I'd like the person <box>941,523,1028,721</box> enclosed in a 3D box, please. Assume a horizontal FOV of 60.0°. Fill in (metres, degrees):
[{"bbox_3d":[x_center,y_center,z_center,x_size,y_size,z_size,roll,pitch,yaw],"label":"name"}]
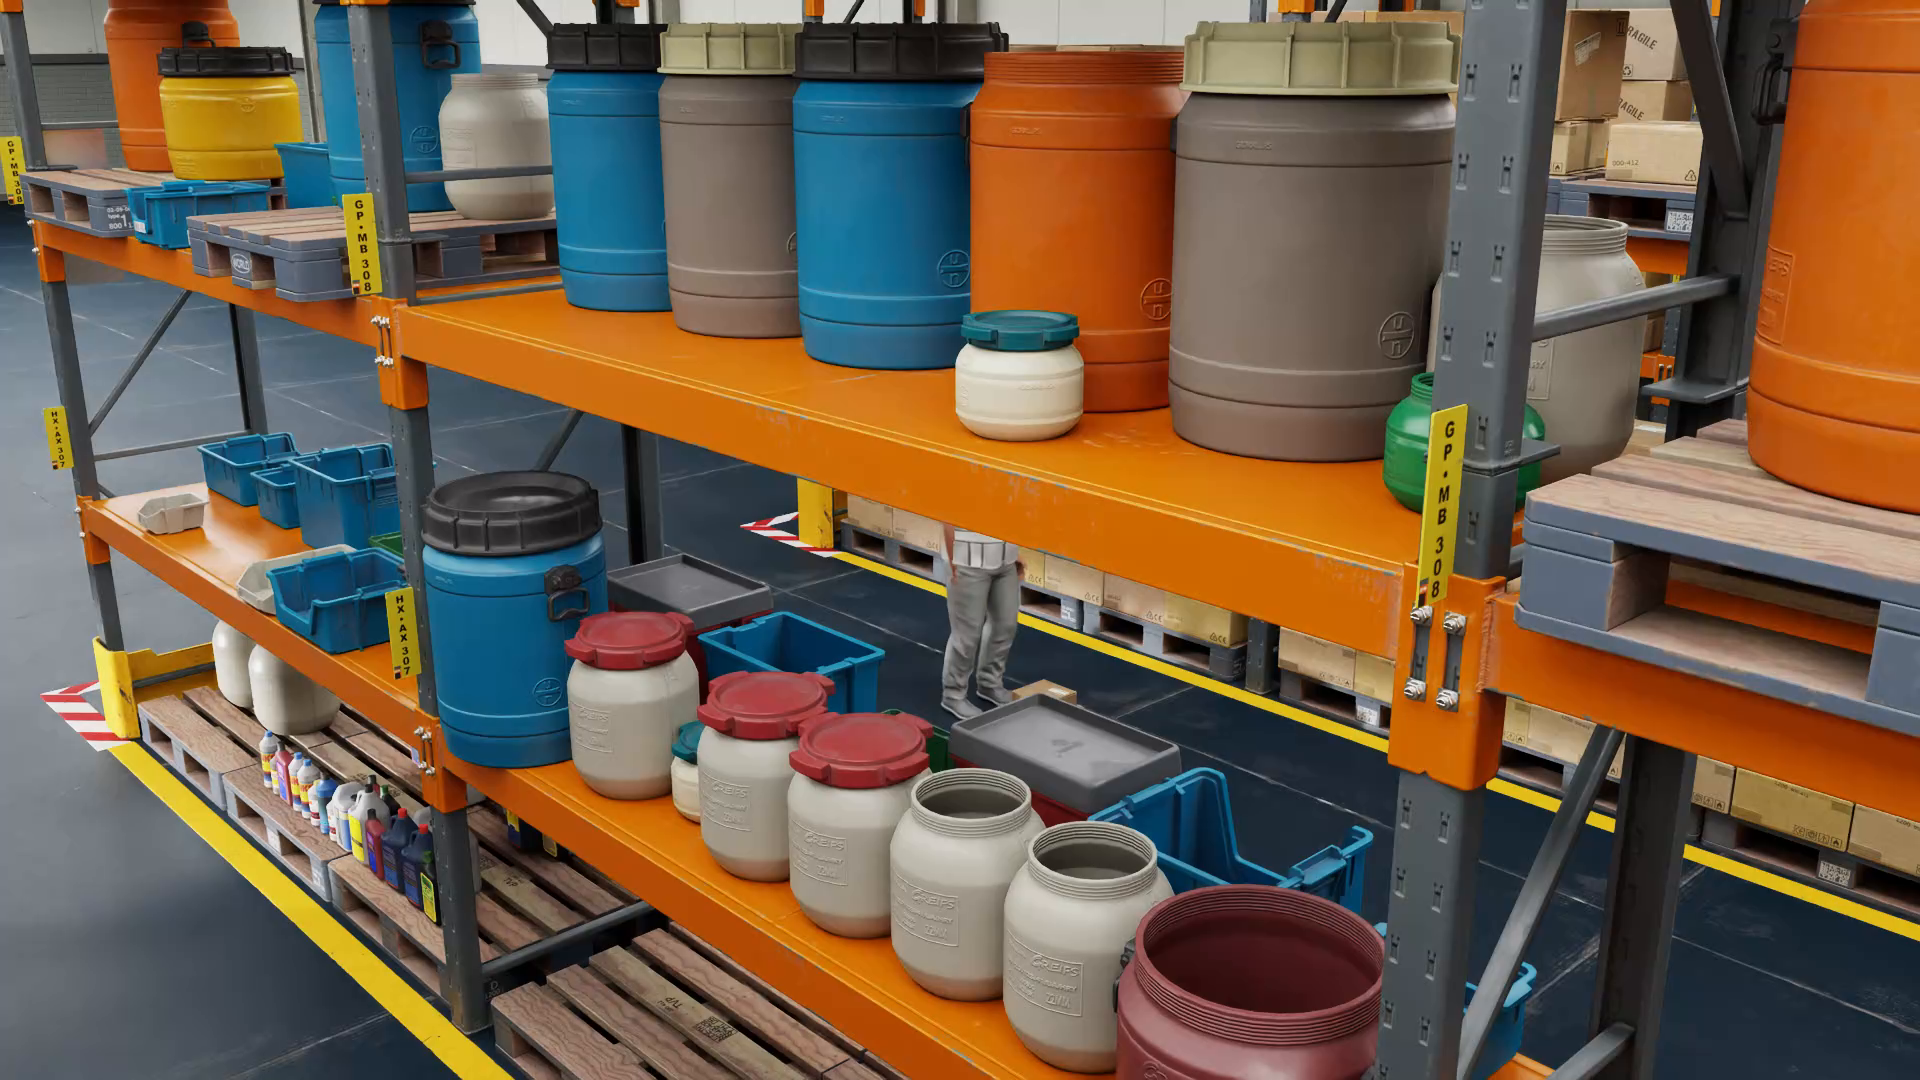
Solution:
[{"bbox_3d":[0.132,0.118,9.185,0.531,1.738,0.391,-15,23,-40],"label":"person"}]
